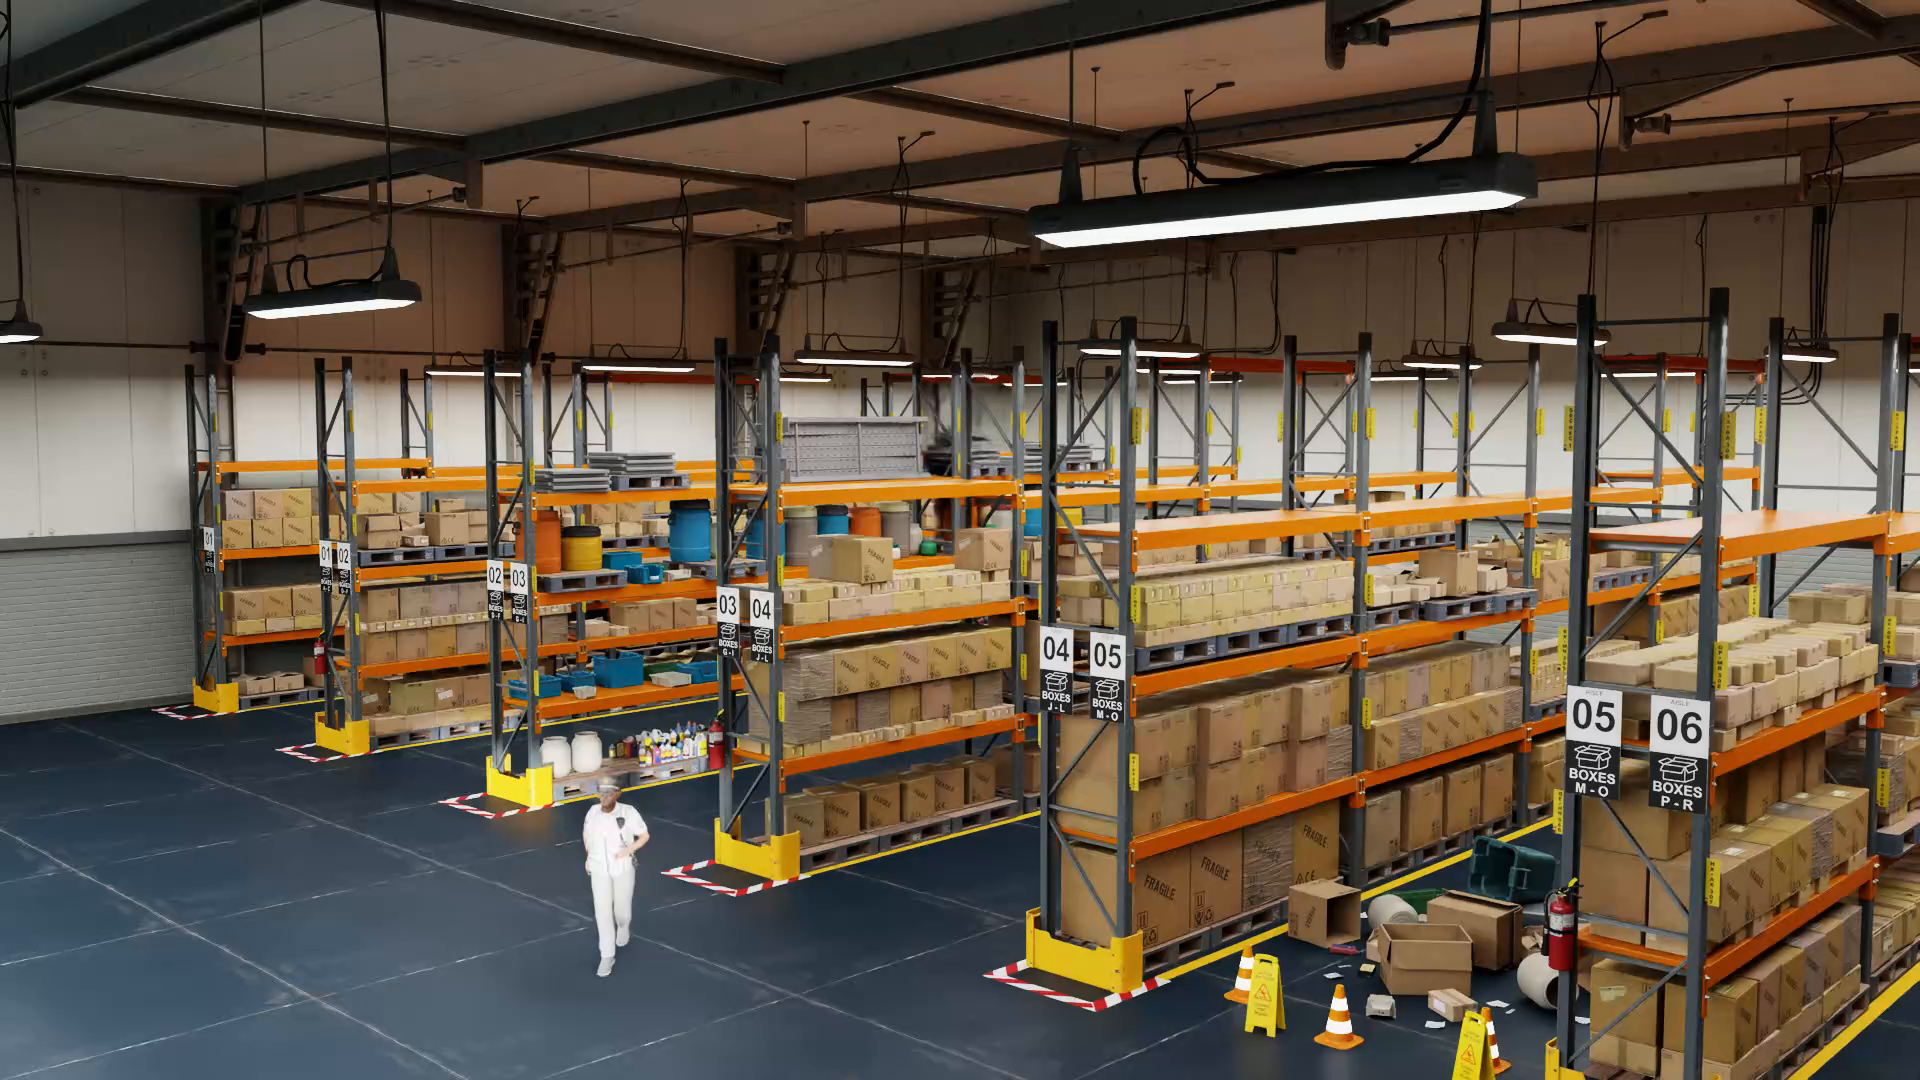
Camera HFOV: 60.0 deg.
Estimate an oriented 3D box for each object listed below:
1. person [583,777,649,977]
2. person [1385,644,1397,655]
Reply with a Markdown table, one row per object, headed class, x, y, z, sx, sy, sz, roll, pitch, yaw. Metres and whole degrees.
| class | x | y | z | sx | sy | sz | roll | pitch | yaw |
| --- | --- | --- | --- | --- | --- | --- | --- | --- | --- |
| person | -3.242 | 3.092 | 15.615 | 0.651 | 1.796 | 0.876 | 0 | 4 | 0 |
| person | 6.605 | 2.370 | 25.576 | 0.659 | 1.673 | 0.614 | 4 | 6 | 43 |
